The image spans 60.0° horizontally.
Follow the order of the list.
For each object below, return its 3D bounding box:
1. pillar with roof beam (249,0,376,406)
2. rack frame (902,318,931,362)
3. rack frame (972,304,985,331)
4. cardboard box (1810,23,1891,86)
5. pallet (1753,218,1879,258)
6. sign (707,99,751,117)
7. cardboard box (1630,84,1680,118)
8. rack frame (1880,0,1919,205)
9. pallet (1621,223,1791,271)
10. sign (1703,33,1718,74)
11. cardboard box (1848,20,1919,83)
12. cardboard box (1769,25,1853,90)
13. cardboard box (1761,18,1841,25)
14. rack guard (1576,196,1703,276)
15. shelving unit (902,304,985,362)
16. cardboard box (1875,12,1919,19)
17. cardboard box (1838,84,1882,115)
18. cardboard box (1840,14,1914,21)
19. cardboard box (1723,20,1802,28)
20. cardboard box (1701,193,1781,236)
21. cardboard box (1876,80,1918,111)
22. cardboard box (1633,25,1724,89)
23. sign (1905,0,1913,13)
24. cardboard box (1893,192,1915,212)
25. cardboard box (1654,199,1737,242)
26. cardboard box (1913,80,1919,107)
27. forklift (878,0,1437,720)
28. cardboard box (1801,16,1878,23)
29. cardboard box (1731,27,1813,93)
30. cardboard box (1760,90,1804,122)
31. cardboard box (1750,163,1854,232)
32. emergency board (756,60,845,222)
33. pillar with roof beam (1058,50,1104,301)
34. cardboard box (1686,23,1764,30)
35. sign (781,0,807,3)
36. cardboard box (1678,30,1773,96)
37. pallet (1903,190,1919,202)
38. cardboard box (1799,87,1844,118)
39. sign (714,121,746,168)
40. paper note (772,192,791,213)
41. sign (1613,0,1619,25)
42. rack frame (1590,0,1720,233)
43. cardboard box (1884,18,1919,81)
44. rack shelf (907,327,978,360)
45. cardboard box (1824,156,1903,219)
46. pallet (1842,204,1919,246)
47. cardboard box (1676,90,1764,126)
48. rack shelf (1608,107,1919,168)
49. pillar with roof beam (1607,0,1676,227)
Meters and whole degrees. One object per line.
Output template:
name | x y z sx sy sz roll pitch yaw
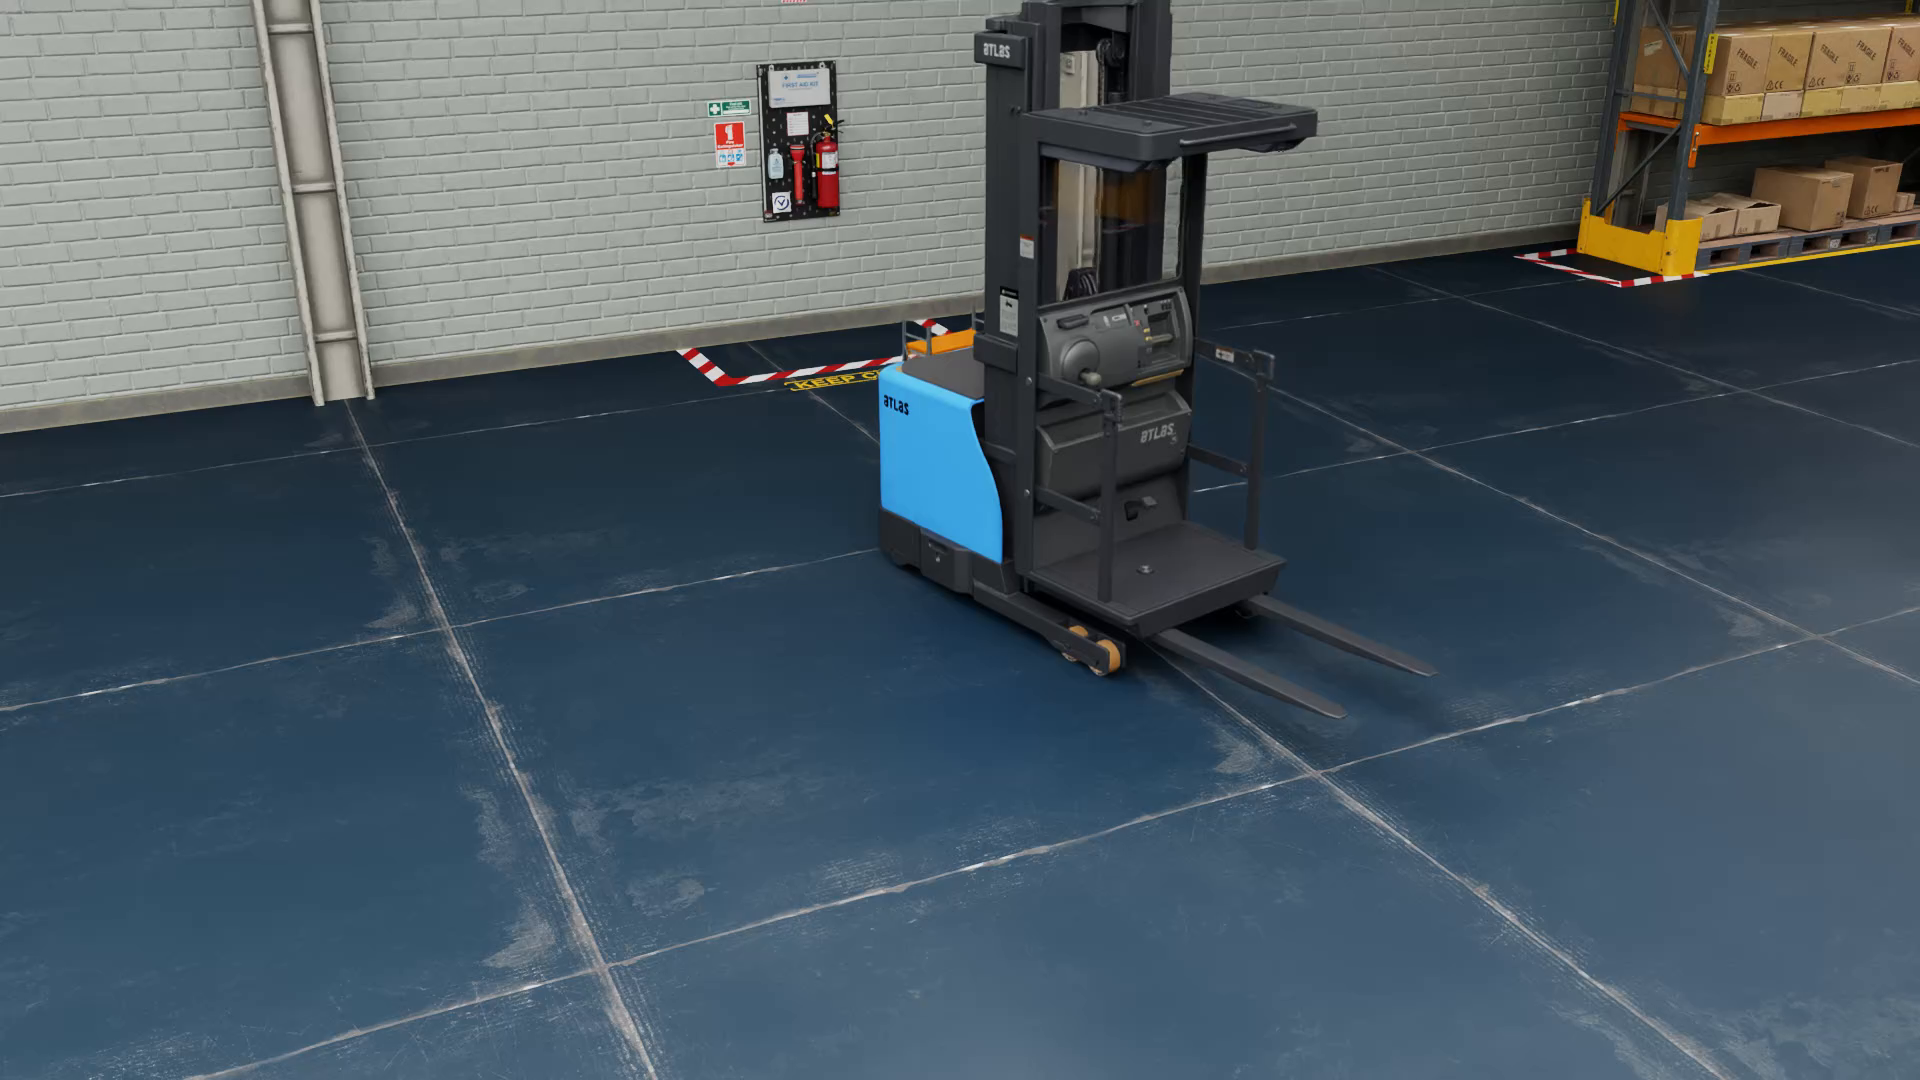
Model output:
pillar with roof beam | -2.470 -3.685 6.385 0.400 9.000 9.100 -10 25 -24
rack frame | -0.233 -0.614 9.163 0.015 1.200 0.240 -17 28 -36
rack frame | 0.147 -0.731 9.447 0.015 1.200 0.240 -17 28 -36
cardboard box | 8.159 -4.486 15.356 0.500 0.500 0.500 -10 24 -22
pallet | 8.134 -3.020 16.270 1.213 0.211 1.003 -10 25 -24
sign | -1.709 -3.198 12.313 0.331 0.109 0.001 -10 25 -24
cardboard box | 6.558 -4.057 15.299 0.500 0.250 0.500 -10 25 -23
rack frame | 9.825 -4.636 16.528 0.127 3.000 1.000 -10 25 -24
pallet | 7.036 -2.819 15.785 1.213 0.211 1.003 -10 25 -24
sign | 6.456 -4.186 14.308 0.005 0.325 0.100 -10 25 -24
cardboard box | 8.627 -4.573 15.565 0.500 0.500 0.500 -11 25 -25
cardboard box | 7.699 -4.397 15.139 0.500 0.500 0.500 -11 25 -25
cardboard box | 7.929 -4.661 15.778 0.500 0.500 0.500 -10 25 -23
rack guard | 6.289 -2.830 15.434 0.348 0.500 1.175 -10 25 -24
shelving unit | -0.043 -0.673 9.305 0.503 1.200 0.258 -17 28 -36
cardboard box | 9.311 -4.917 16.395 0.500 0.500 0.500 -11 25 -25
cardboard box | 8.178 -4.141 15.501 0.500 0.250 0.500 -10 25 -23
cardboard box | 8.843 -4.832 16.191 0.500 0.500 0.500 -11 25 -24
cardboard box | 7.475 -4.578 15.577 0.500 0.500 0.500 -11 25 -25
cardboard box | 7.397 -3.112 15.786 0.500 0.311 0.500 -8 24 -19
cardboard box | 8.630 -4.224 15.704 0.500 0.250 0.500 -11 25 -24
cardboard box | 6.553 -4.410 15.172 0.500 0.500 0.500 -11 25 -24
sign | 9.581 -5.362 16.767 0.005 0.325 0.100 -10 25 -24
cardboard box | 9.356 -3.431 16.746 0.250 0.166 0.380 -14 26 -30
cardboard box | 6.883 -3.017 15.558 0.500 0.311 0.500 -14 26 -30
cardboard box | 9.077 -4.313 15.918 0.500 0.250 0.500 -10 25 -23
forklift | 0.879 -0.939 7.686 1.130 2.935 3.031 -17 28 -36
cardboard box | 8.391 -4.751 15.996 0.500 0.500 0.500 -10 24 -22
cardboard box | 7.231 -4.313 14.937 0.500 0.500 0.500 -10 25 -23
cardboard box | 7.260 -3.975 15.101 0.500 0.250 0.500 -11 25 -25
cardboard box | 8.079 -3.304 16.002 0.500 0.500 0.700 -12 25 -27
emergency board | -1.174 -2.995 12.563 0.643 1.169 0.194 -10 25 -24
pillar with roof beam | 2.937 -4.680 8.790 0.400 9.000 9.100 -10 25 -24
cardboard box | 7.011 -4.491 15.366 0.500 0.500 0.500 -10 25 -23
sign | -1.224 -4.099 12.199 0.199 0.298 0.001 -10 25 -24
cardboard box | 6.781 -4.235 14.748 0.500 0.500 0.500 -10 25 -24
pallet | 10.526 -3.477 17.375 1.213 0.211 1.003 -10 25 -24
cardboard box | 7.721 -4.058 15.300 0.500 0.250 0.500 -11 25 -24
sign | -1.716 -2.955 12.420 0.234 0.329 0.001 -10 25 -24
paper note | -1.363 -2.582 12.718 0.142 0.148 0.016 -10 25 -24
sign | 5.998 -4.848 15.113 0.005 0.325 0.100 -10 25 -24
rack frame | 6.220 -3.973 14.925 0.127 3.000 1.000 -10 25 -24
cardboard box | 9.086 -4.653 15.758 0.500 0.500 0.500 -11 25 -24
rack shelf | -0.044 -1.036 9.155 0.480 0.148 0.258 -17 28 -36
cardboard box | 8.907 -3.498 16.473 0.500 0.500 0.500 -12 26 -28
pallet | 9.235 -3.224 16.763 1.213 0.211 1.003 -10 25 -24
cardboard box | 6.798 -3.884 14.881 0.500 0.250 0.500 -11 25 -25
rack shelf | 8.023 -3.972 15.864 4.000 0.370 1.077 -10 25 -24
pillar with roof beam | 8.343 -5.675 11.194 0.400 9.000 9.100 -10 25 -24
